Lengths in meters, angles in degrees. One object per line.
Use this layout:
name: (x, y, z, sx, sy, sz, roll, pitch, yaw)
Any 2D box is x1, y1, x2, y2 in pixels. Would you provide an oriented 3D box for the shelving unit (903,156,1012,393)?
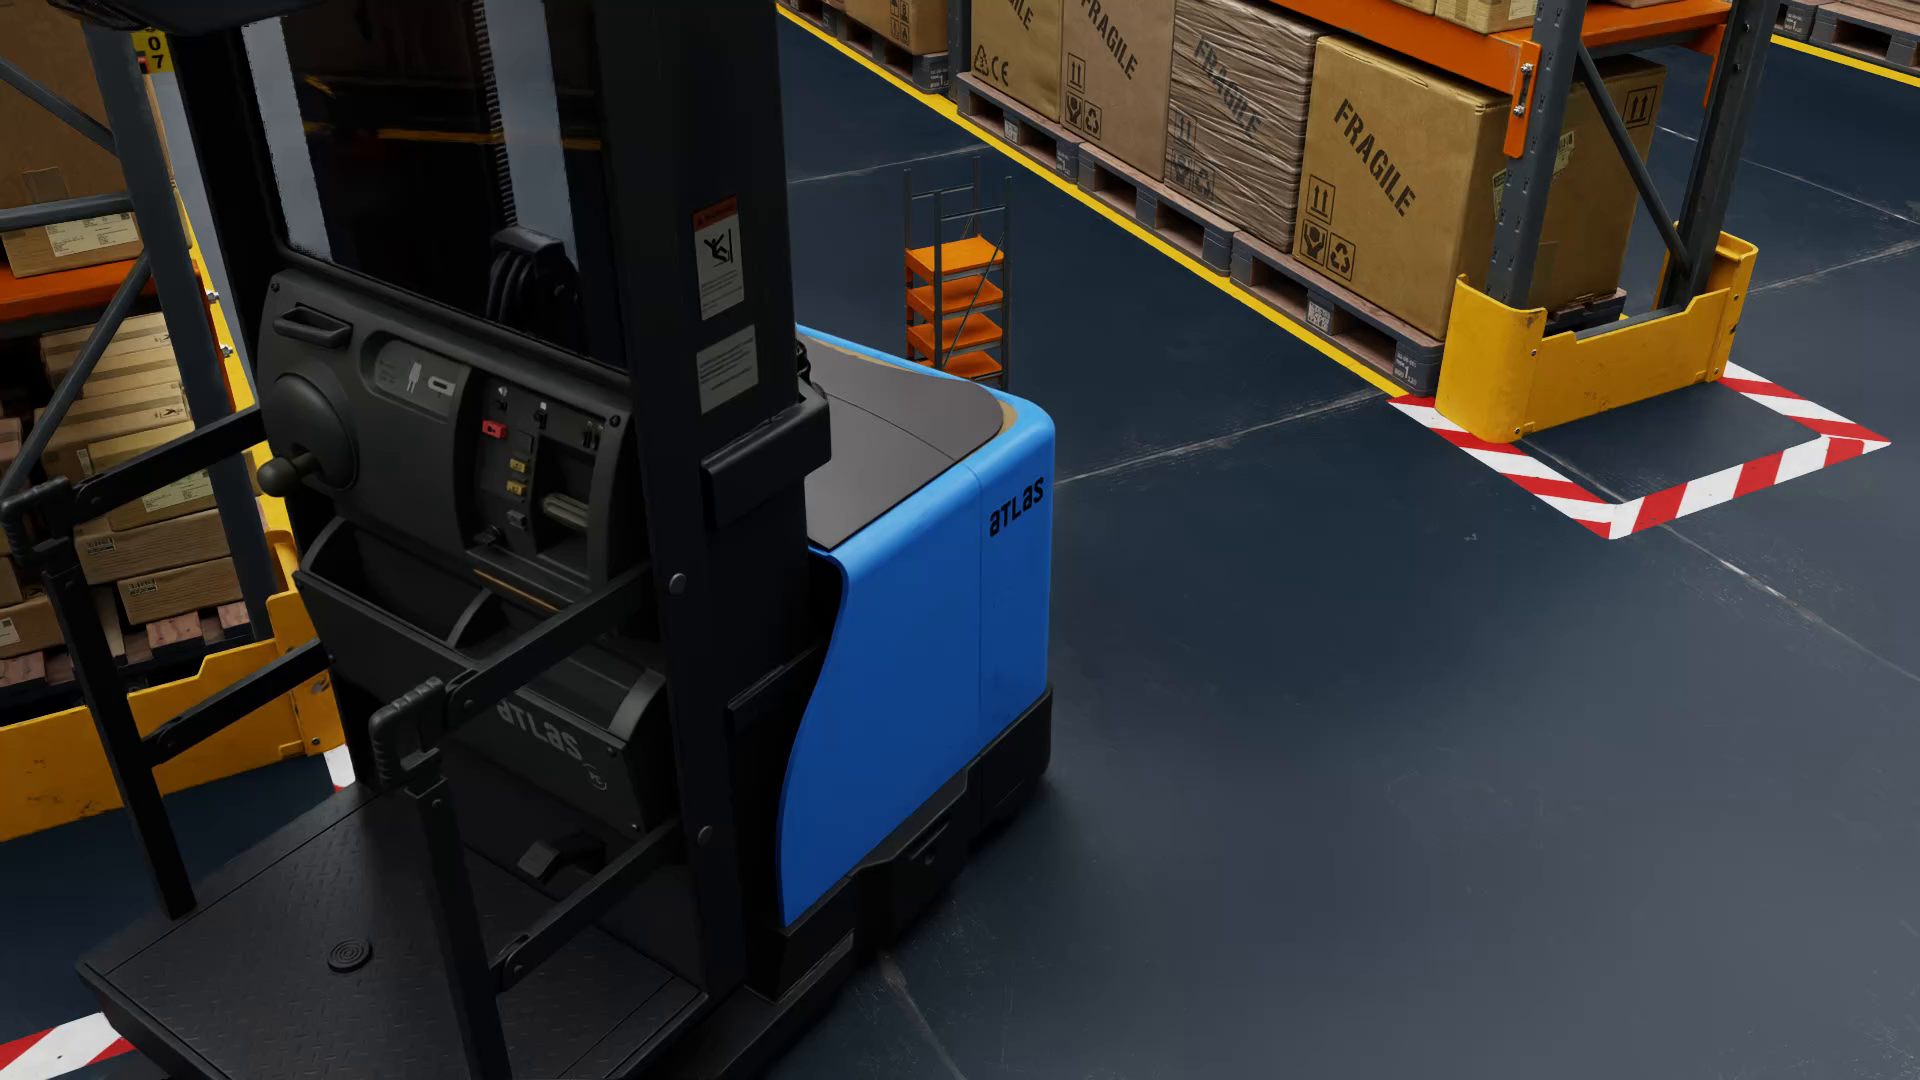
shelving unit: (-0.007, -0.512, 4.937, 0.258, 1.200, 0.189, -16, 36, -23)

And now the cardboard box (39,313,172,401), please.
cardboard box: (-2.535, -0.538, 5.011, 0.380, 0.149, 0.250, -18, 37, -25)

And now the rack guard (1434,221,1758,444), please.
rack guard: (2.283, -0.760, 5.972, 1.175, 0.500, 0.348, -16, 36, -23)

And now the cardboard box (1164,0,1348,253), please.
cardboard box: (1.478, -1.825, 6.899, 0.875, 0.875, 0.875, -16, 36, -23)

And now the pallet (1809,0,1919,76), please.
pallet: (5.738, -2.880, 9.550, 1.003, 0.211, 1.213, -16, 36, -23)

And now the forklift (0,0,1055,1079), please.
forklift: (-1.039, -0.134, 2.742, 1.130, 2.935, 3.031, 21, 38, 29)

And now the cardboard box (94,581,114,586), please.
cardboard box: (-2.319, -0.036, 4.779, 0.380, 0.149, 0.250, -16, 36, -23)

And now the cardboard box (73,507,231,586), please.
cardboard box: (-2.181, -0.041, 4.511, 0.380, 0.149, 0.250, -14, 35, -21)

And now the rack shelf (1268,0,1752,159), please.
rack shelf: (1.339, -2.475, 7.000, 1.077, 0.370, 4.000, -16, 36, -23)

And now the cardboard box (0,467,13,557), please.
cardboard box: (-2.634, -0.040, 4.234, 0.380, 0.149, 0.250, -15, 36, -23)

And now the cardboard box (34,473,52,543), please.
cardboard box: (-2.850, -0.045, 4.792, 0.380, 0.149, 0.250, -16, 36, -23)

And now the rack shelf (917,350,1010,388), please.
rack shelf: (-0.007, -0.475, 4.961, 0.258, 0.103, 0.180, -16, 36, -23)

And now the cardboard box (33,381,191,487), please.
cardboard box: (-2.342, -0.288, 4.621, 0.380, 0.149, 0.250, -15, 36, -22)

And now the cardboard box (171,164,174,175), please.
cardboard box: (-2.258, -1.009, 4.277, 0.380, 0.149, 0.250, -17, 36, -24)

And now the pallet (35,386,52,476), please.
pallet: (-3.111, -0.465, 5.780, 1.003, 0.211, 1.213, -16, 36, -23)

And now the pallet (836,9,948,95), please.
pallet: (-0.020, -2.908, 9.593, 1.003, 0.211, 1.213, -16, 36, -23)

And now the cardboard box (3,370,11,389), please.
cardboard box: (-3.260, -0.401, 5.348, 0.380, 0.149, 0.250, -15, 36, -22)

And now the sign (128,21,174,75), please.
sign: (-1.683, -1.125, 3.424, 0.100, 0.325, 0.005, -16, 36, -23)

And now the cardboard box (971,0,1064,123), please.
cardboard box: (0.644, -2.680, 8.232, 0.875, 0.875, 0.875, -16, 36, -23)

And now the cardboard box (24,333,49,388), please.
cardboard box: (-2.845, -0.652, 5.464, 0.380, 0.149, 0.250, -14, 35, -21)

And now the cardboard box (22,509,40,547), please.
cardboard box: (-2.736, -0.044, 4.517, 0.380, 0.149, 0.250, -17, 36, -24)

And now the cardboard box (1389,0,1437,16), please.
cardboard box: (1.692, -1.929, 5.713, 0.380, 0.149, 0.250, -15, 36, -23)

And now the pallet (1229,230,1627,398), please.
pallet: (1.830, -1.011, 6.633, 1.003, 0.211, 1.213, -16, 36, -23)

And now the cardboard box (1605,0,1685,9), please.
cardboard box: (2.398, -1.970, 5.778, 0.380, 0.149, 0.250, -15, 36, -23)

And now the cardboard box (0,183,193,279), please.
cardboard box: (-2.024, -0.756, 3.882, 0.380, 0.149, 0.250, -16, 36, -23)

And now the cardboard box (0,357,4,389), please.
cardboard box: (-3.262, -0.525, 5.266, 0.380, 0.149, 0.250, -14, 35, -21)

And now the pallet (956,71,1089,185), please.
pallet: (0.692, -2.176, 8.451, 1.003, 0.211, 1.213, -16, 36, -23)

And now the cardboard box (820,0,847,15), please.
cardboard box: (-0.327, -3.741, 9.890, 1.225, 0.875, 0.875, -17, 36, -25)

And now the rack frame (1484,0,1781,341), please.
rack frame: (2.272, -1.824, 5.316, 1.000, 3.000, 0.127, -16, 36, -23)

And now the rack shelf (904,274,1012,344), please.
rack shelf: (-0.007, -0.677, 4.832, 0.258, 0.103, 0.180, -16, 36, -23)

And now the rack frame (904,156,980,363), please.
rack frame: (-0.049, -0.556, 5.005, 0.240, 1.200, 0.006, -16, 36, -23)

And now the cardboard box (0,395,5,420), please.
cardboard box: (-2.999, -0.406, 4.805, 0.380, 0.149, 0.250, -17, 37, -25)
